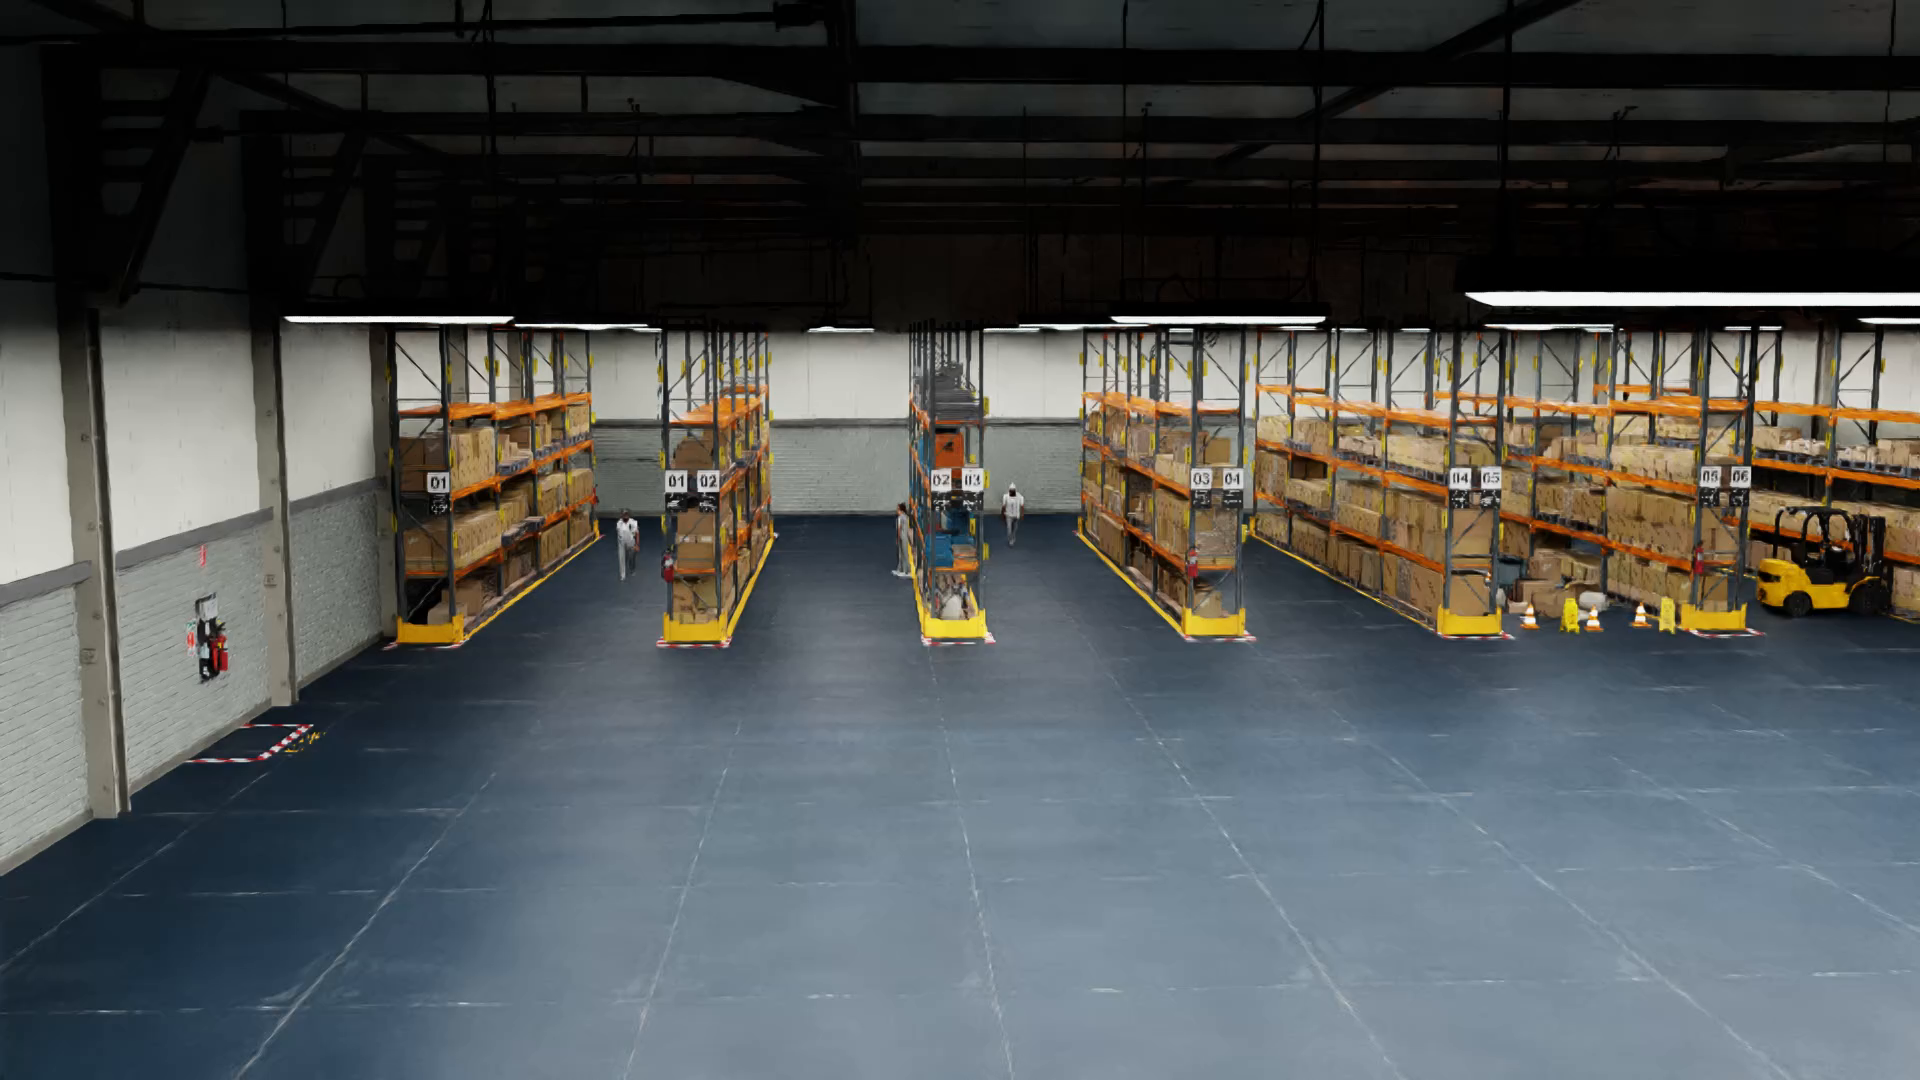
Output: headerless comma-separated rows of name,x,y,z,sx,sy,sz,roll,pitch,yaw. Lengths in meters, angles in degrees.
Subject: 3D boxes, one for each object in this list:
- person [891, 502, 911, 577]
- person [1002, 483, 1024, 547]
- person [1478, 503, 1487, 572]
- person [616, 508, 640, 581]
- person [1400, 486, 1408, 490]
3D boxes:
person,-1.326,-0.027,37.485,0.551,1.669,0.546,2,7,16
person,1.446,-0.687,45.045,0.589,1.716,1.043,-1,7,-4
person,12.555,-0.081,40.188,0.580,1.666,0.572,3,8,21
person,-7.740,0.078,38.756,0.556,1.697,1.040,-1,7,-4
person,11.534,-0.533,43.391,0.577,1.783,0.662,3,8,23
